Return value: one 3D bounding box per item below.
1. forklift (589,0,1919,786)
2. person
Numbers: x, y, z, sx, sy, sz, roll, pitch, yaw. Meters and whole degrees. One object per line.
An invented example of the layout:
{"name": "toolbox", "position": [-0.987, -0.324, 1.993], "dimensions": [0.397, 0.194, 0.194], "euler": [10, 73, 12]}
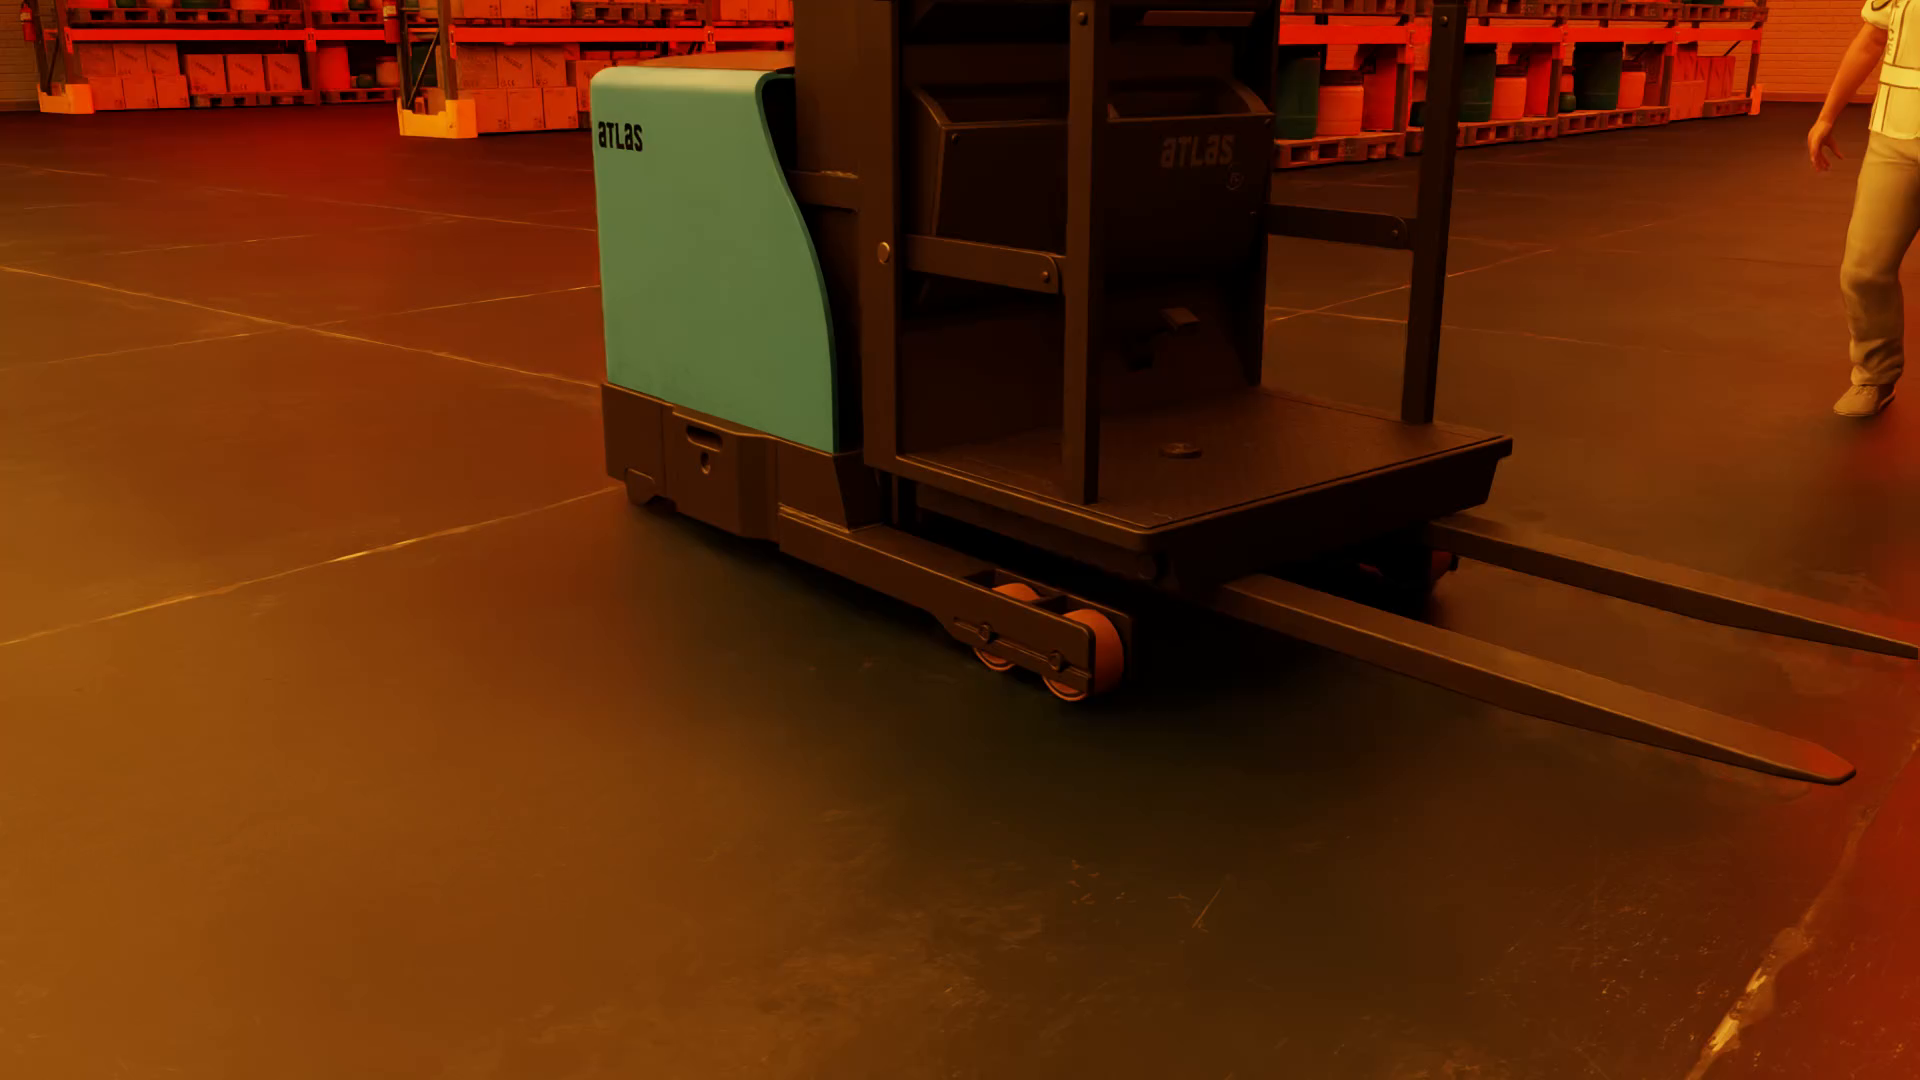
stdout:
{"name": "forklift", "position": [0.419, -1.276, 3.101], "dimensions": [1.130, 2.935, 3.031], "euler": [-14, 22, -38]}
{"name": "person", "position": [2.958, -1.176, 4.940], "dimensions": [0.440, 1.724, 0.891], "euler": [-14, 22, -39]}
